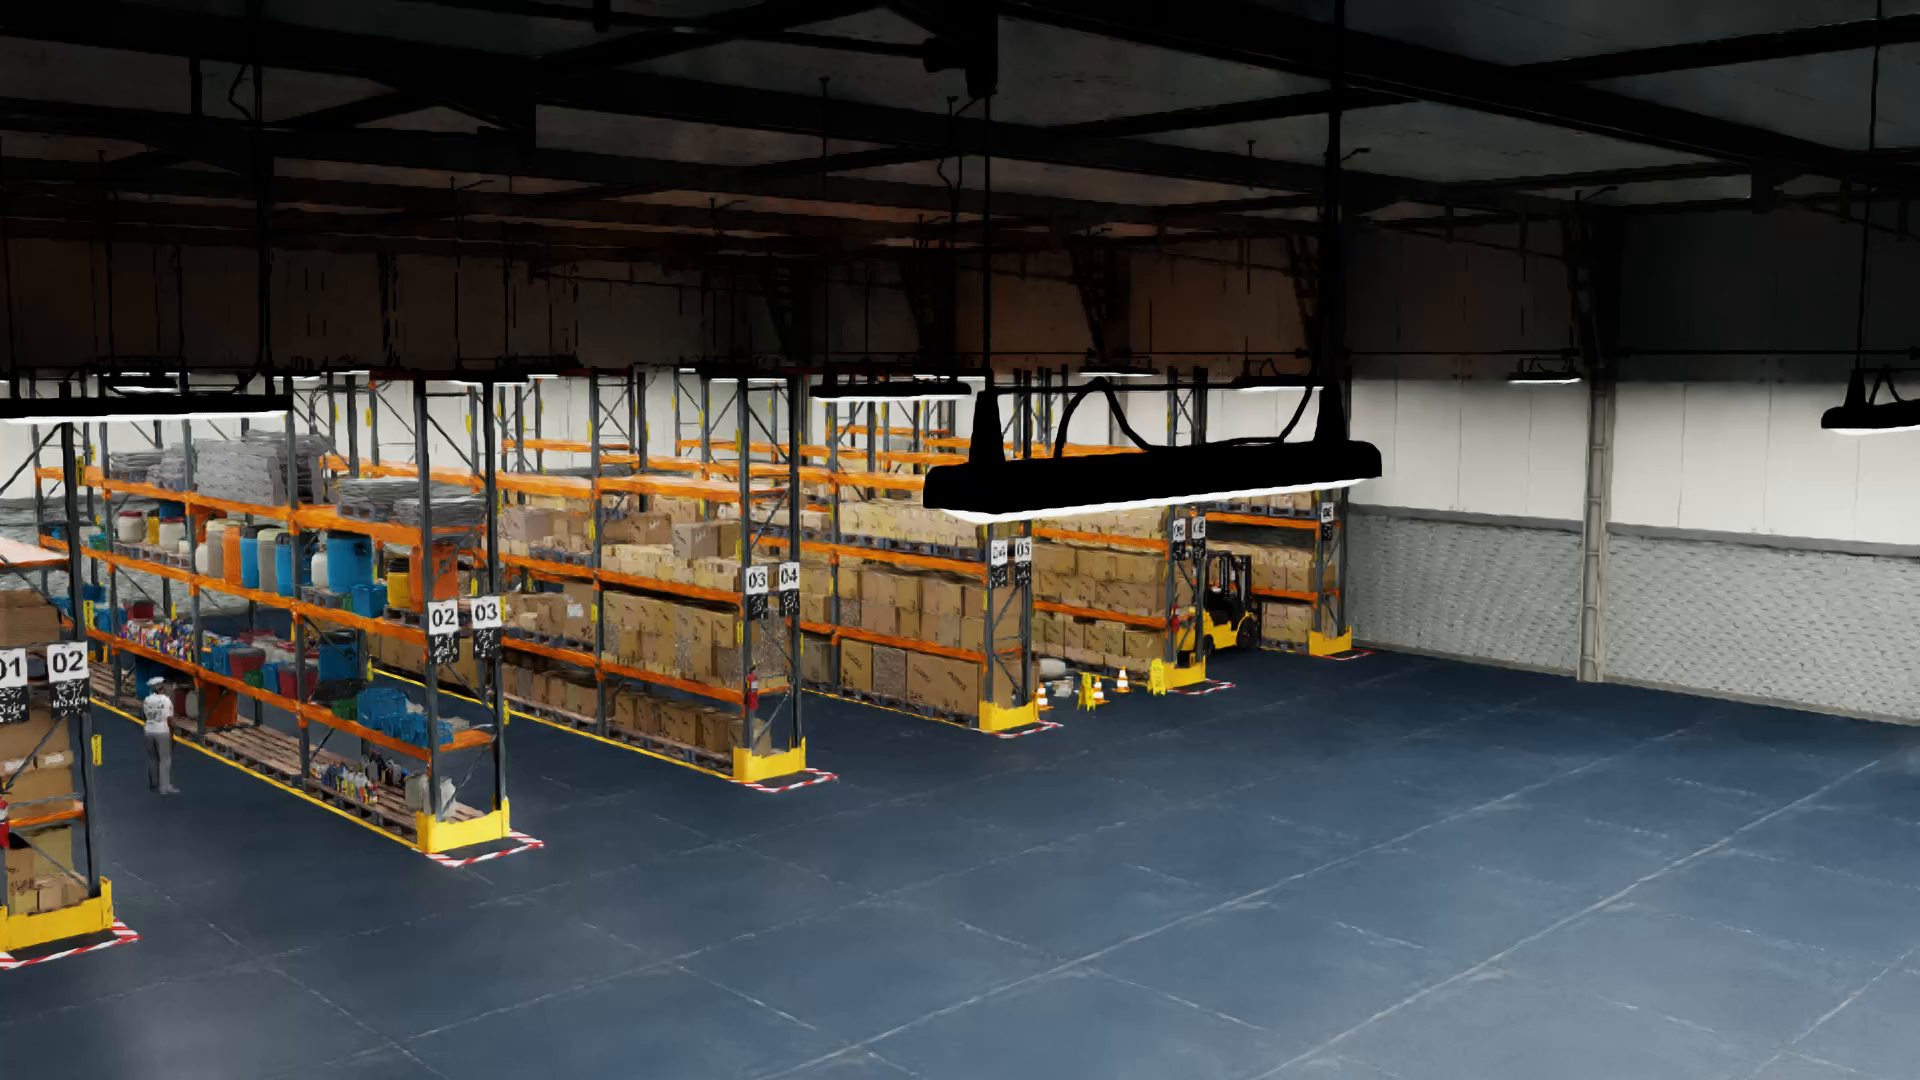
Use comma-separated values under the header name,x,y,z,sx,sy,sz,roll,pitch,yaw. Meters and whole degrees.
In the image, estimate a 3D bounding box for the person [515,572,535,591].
name,x,y,z,sx,sy,sz,roll,pitch,yaw
person,-9.579,1.448,36.575,0.519,1.541,0.566,6,9,43

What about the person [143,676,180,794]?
name,x,y,z,sx,sy,sz,roll,pitch,yaw
person,-11.482,2.796,23.899,0.502,1.677,0.422,2,7,16
